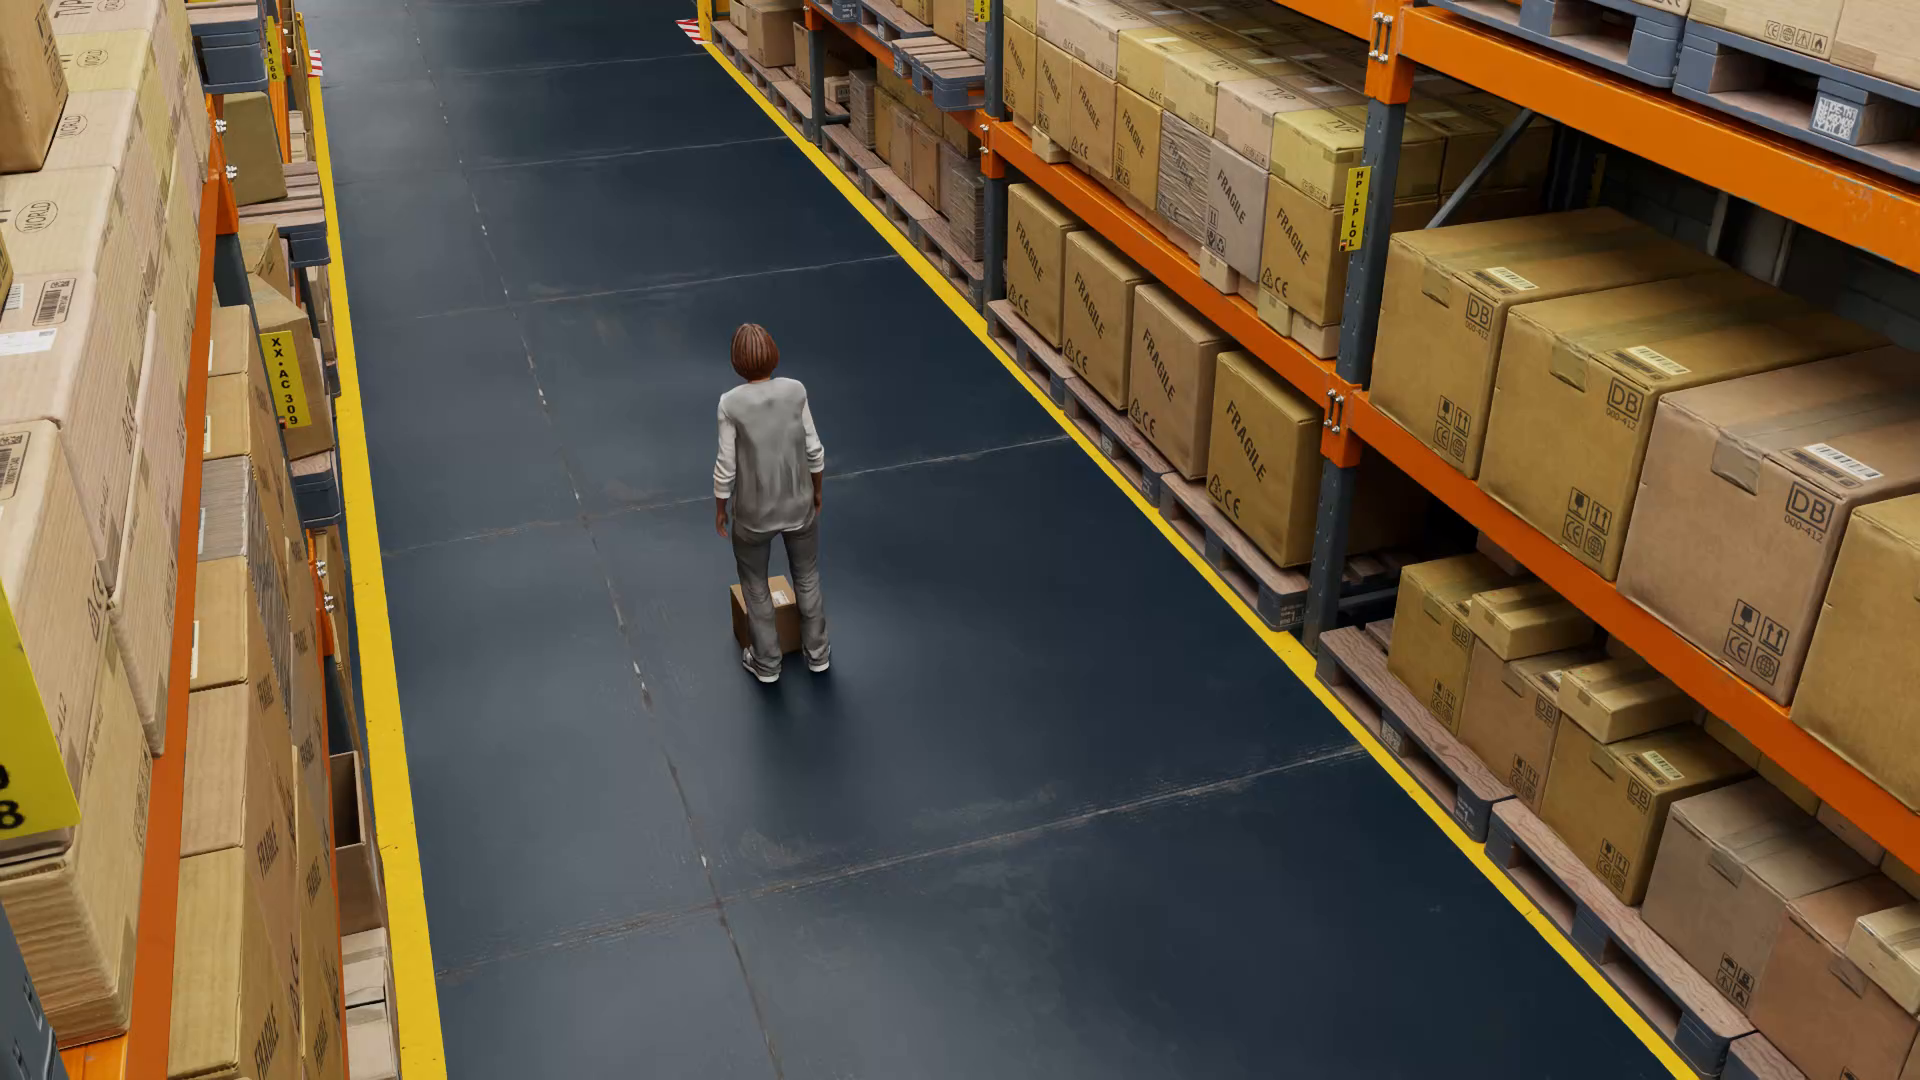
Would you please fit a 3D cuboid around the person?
[{"bbox_3d":[-0.772,-0.126,6.857,0.474,1.592,0.349,-11,32,-19],"label":"person"}]
